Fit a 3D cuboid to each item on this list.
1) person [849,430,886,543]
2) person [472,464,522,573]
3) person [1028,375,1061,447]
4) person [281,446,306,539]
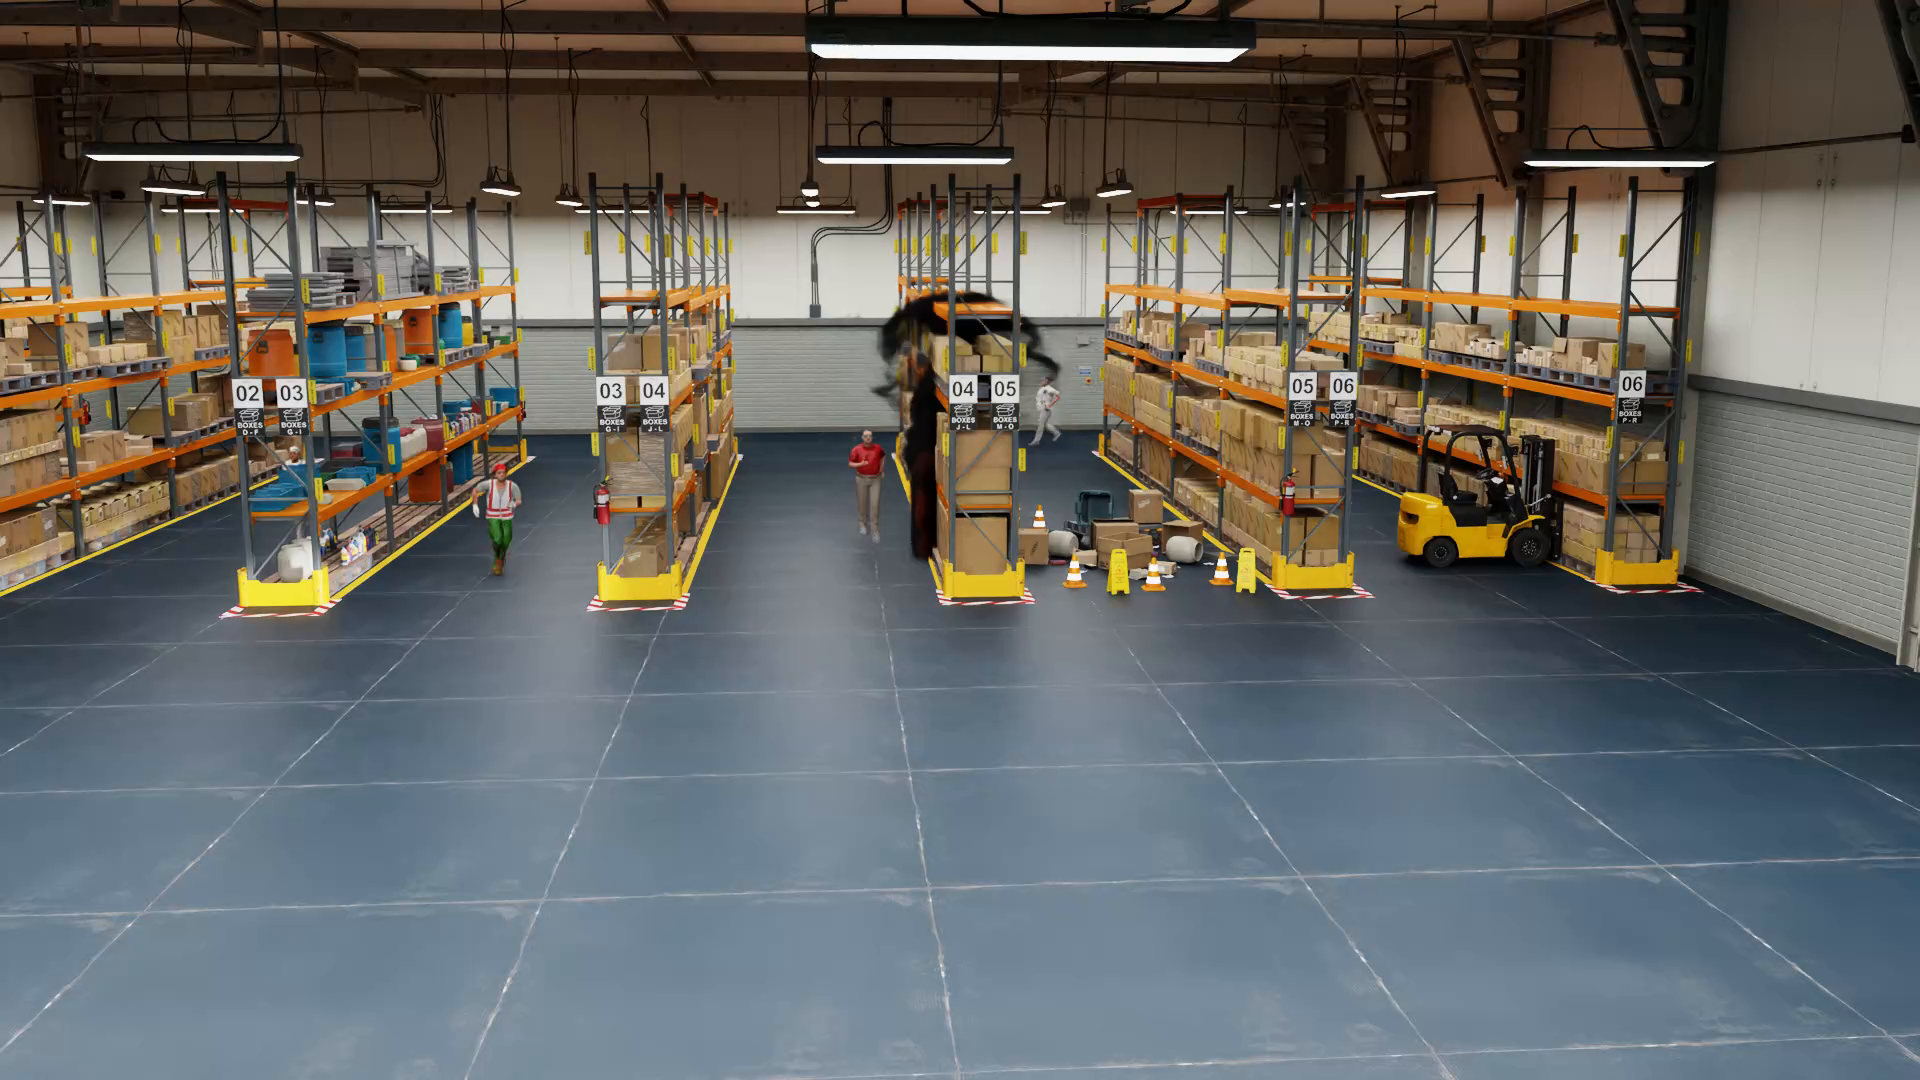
[{"bbox_3d":[-1.499,-0.896,27.177,0.642,1.817,0.732,-2,10,-10],"label":"person"},{"bbox_3d":[-7.034,-0.312,25.385,0.707,1.727,0.740,-4,11,-24],"label":"person"},{"bbox_3d":[2.153,-3.283,42.107,0.972,1.784,0.662,-4,11,-20],"label":"person"},{"bbox_3d":[-11.432,-0.808,28.692,0.596,1.631,0.575,-1,10,-8],"label":"person"}]
